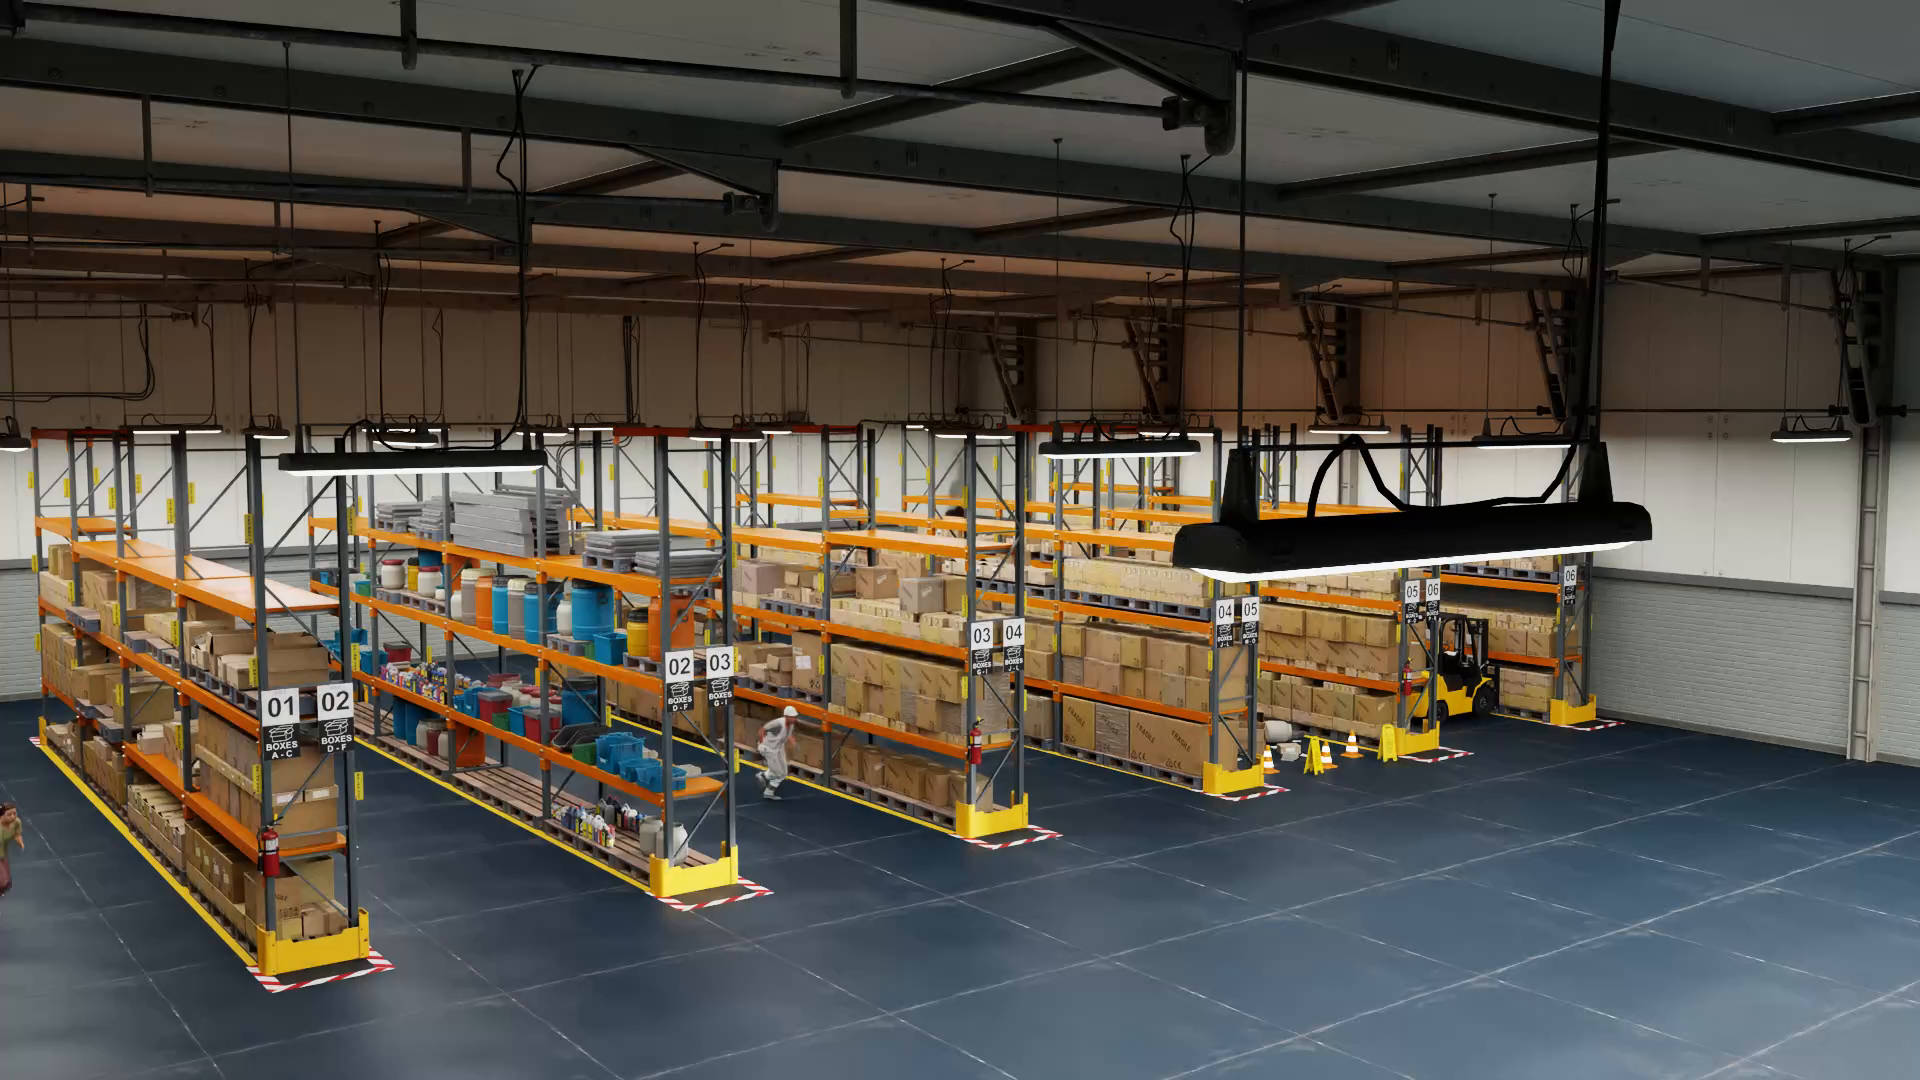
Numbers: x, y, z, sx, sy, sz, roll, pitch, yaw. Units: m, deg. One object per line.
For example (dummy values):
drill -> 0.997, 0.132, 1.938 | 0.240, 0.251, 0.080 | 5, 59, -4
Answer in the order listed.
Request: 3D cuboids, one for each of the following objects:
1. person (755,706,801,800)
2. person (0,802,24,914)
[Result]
person -> -2.973, 3.442, 26.855 | 0.899, 1.583, 0.685 | 3, 5, 35
person -> -11.939, 3.966, 20.575 | 0.811, 1.503, 0.606 | 2, 5, 24
